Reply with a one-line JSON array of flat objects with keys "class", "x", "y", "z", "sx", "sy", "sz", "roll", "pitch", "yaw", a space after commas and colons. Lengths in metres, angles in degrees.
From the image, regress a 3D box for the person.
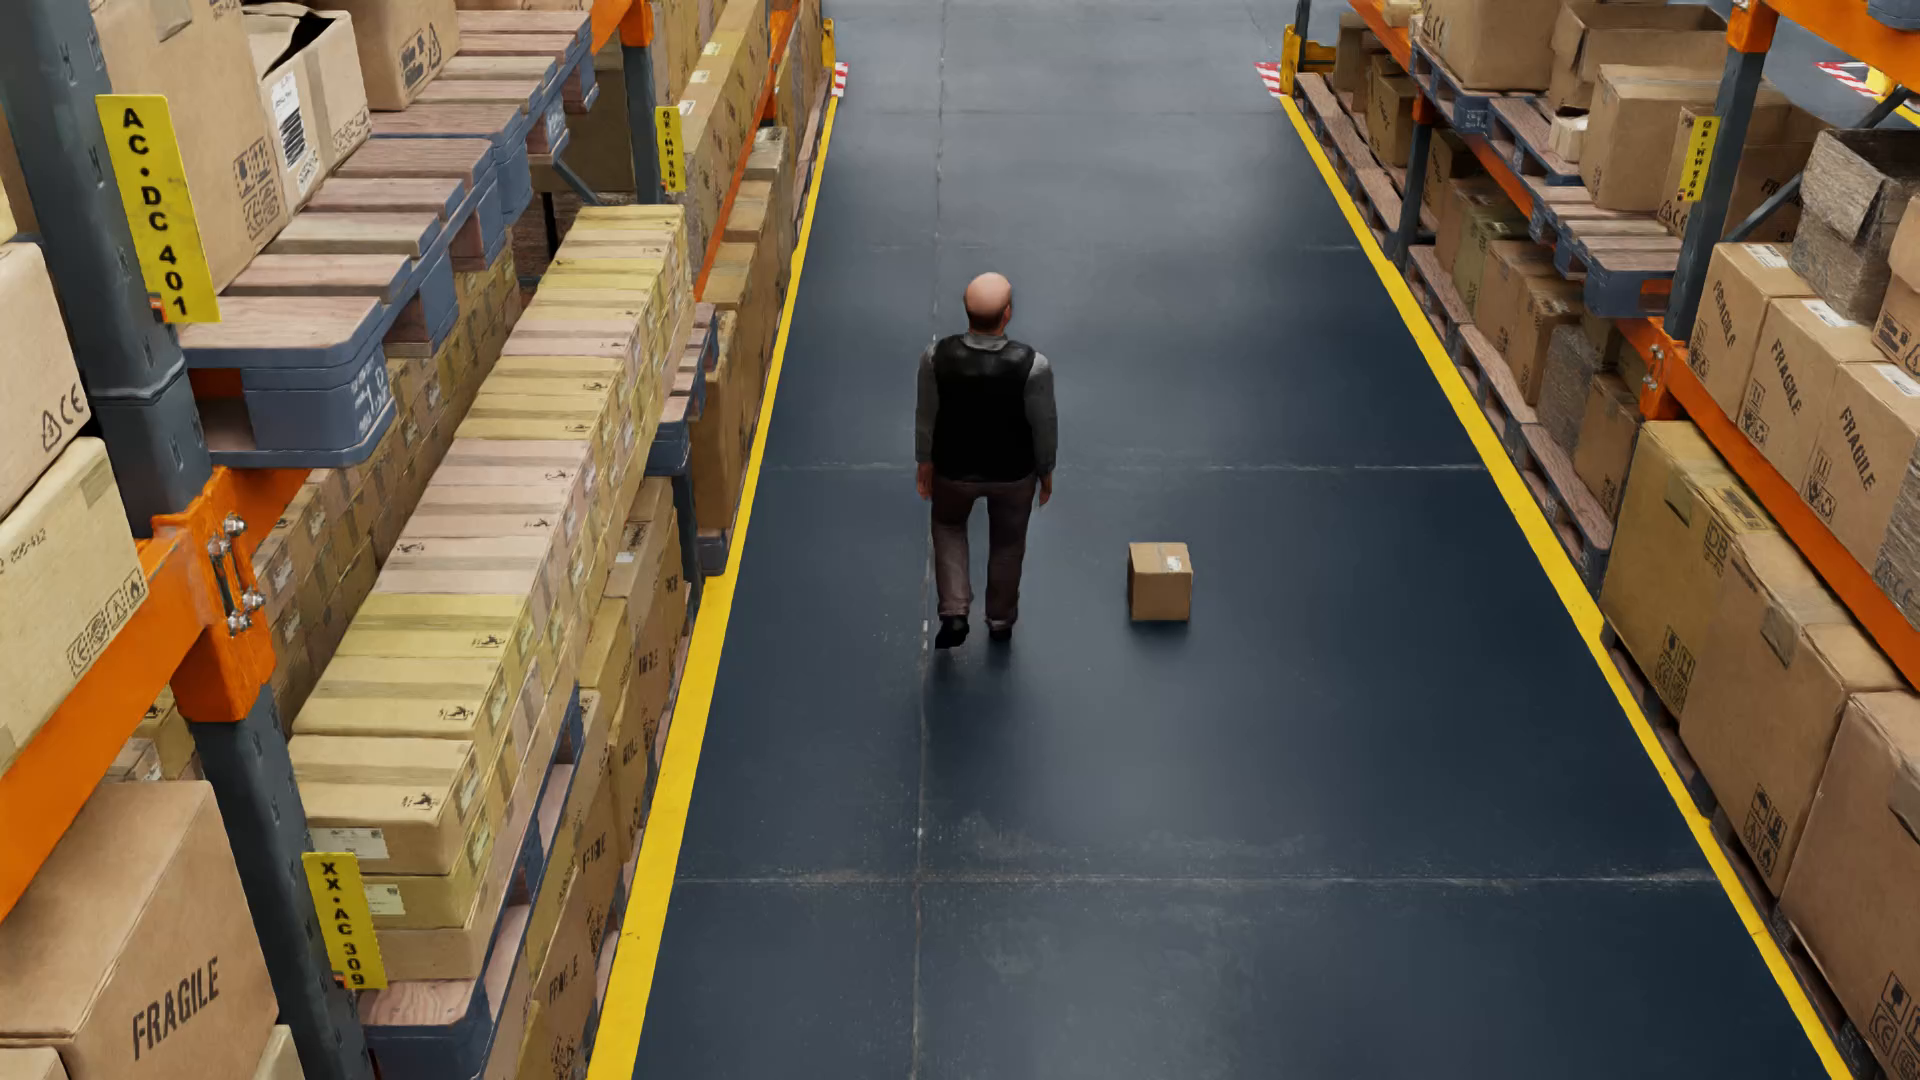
[{"class": "person", "x": 0.114, "y": -0.312, "z": 6.663, "sx": 0.563, "sy": 1.715, "sz": 0.572, "roll": 4, "pitch": 32, "yaw": 6}]
